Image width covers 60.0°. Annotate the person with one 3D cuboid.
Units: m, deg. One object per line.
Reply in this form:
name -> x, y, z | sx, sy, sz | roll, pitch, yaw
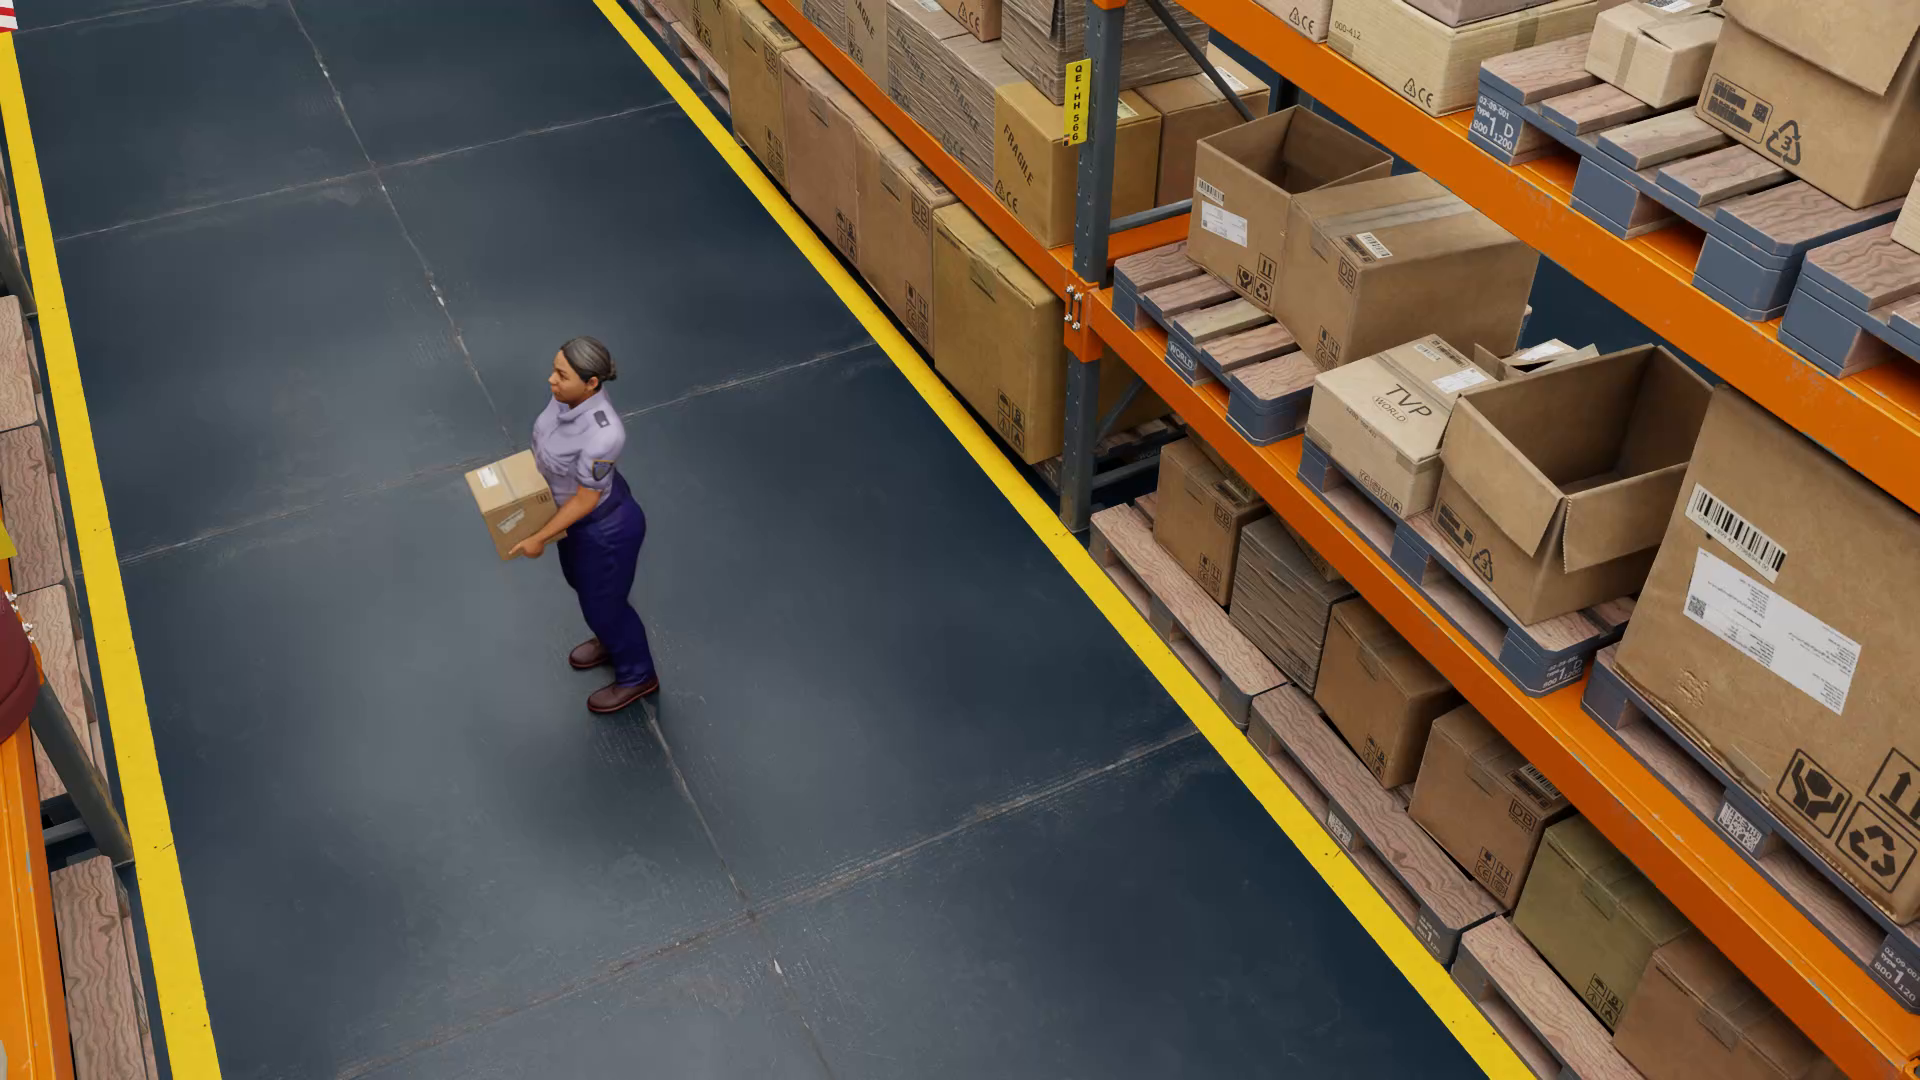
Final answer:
person -> -1.450, -0.043, 6.227 | 0.524, 1.634, 0.452 | -19, 45, -20
